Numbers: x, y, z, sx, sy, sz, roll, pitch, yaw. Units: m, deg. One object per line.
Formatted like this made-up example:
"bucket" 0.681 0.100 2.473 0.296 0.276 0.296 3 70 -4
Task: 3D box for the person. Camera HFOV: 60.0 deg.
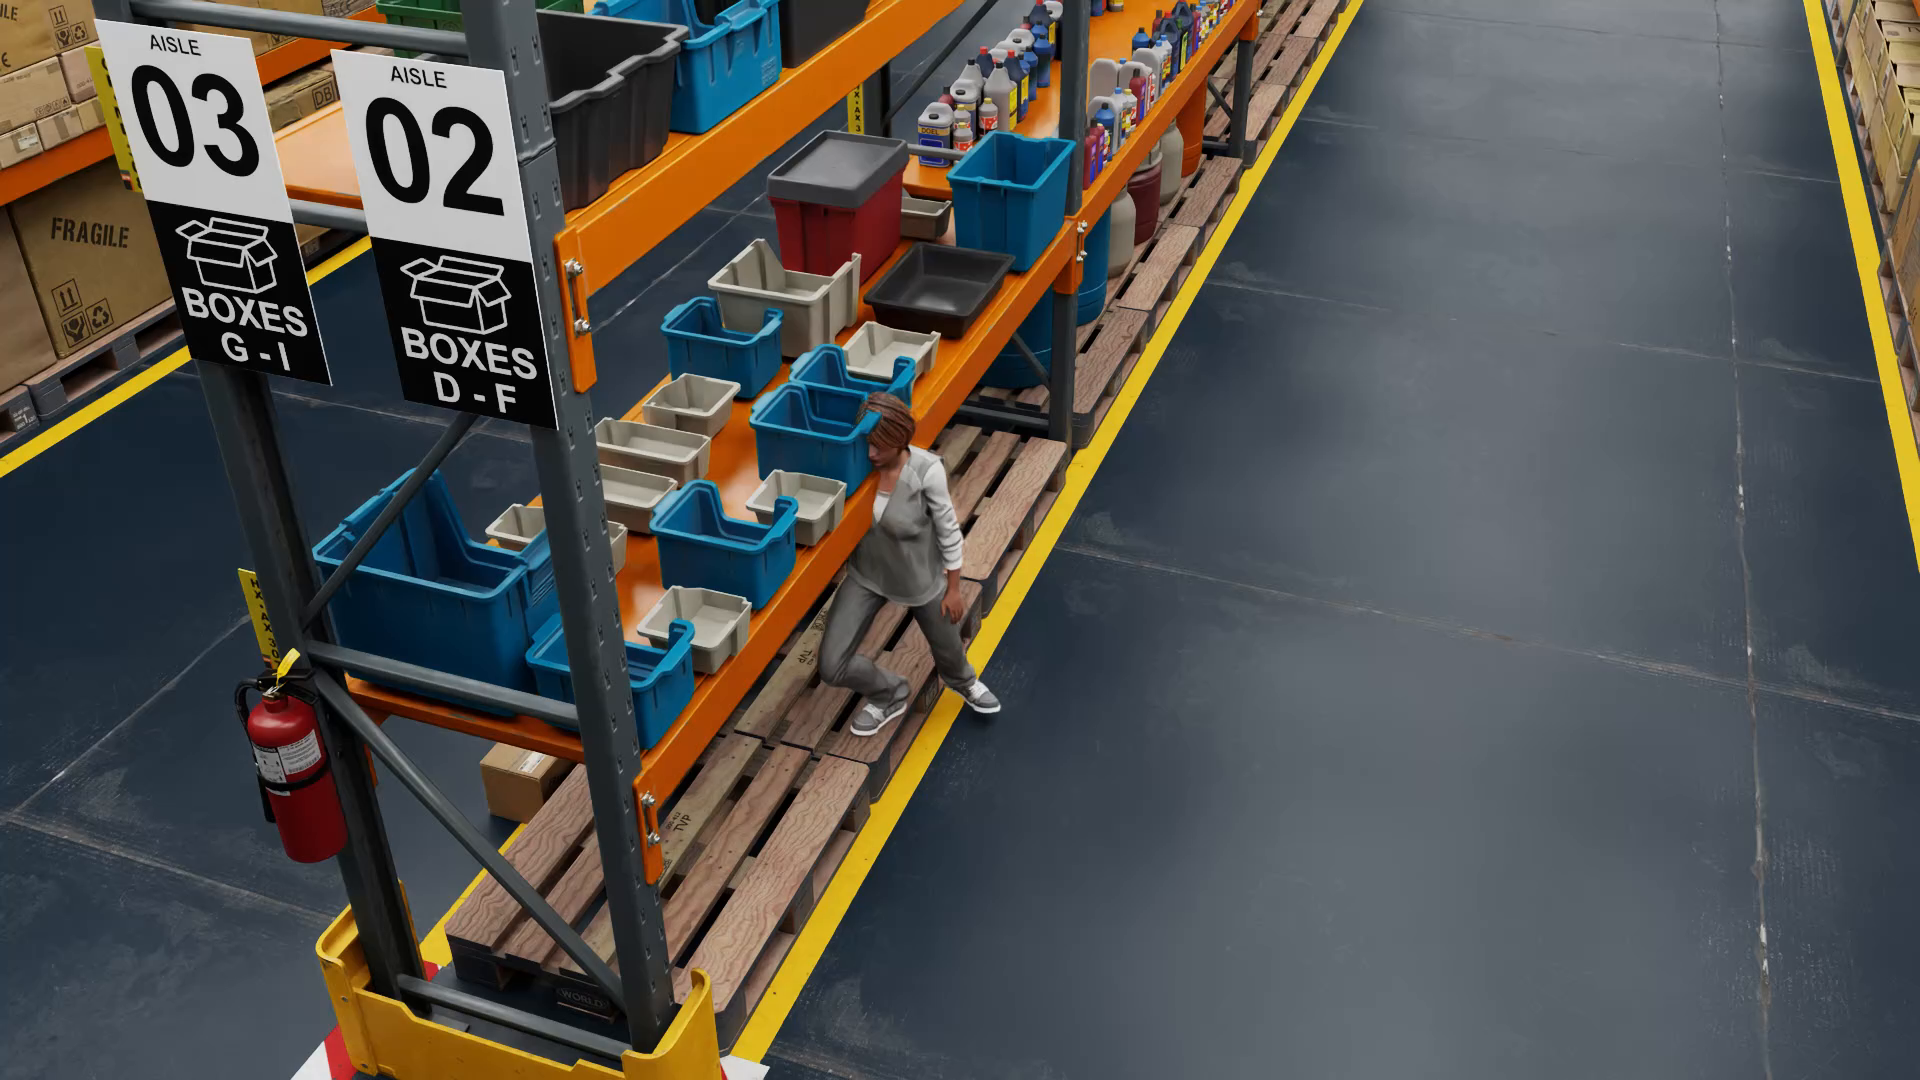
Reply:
"person" -0.168 0.119 5.922 0.540 1.531 0.704 9 35 14
